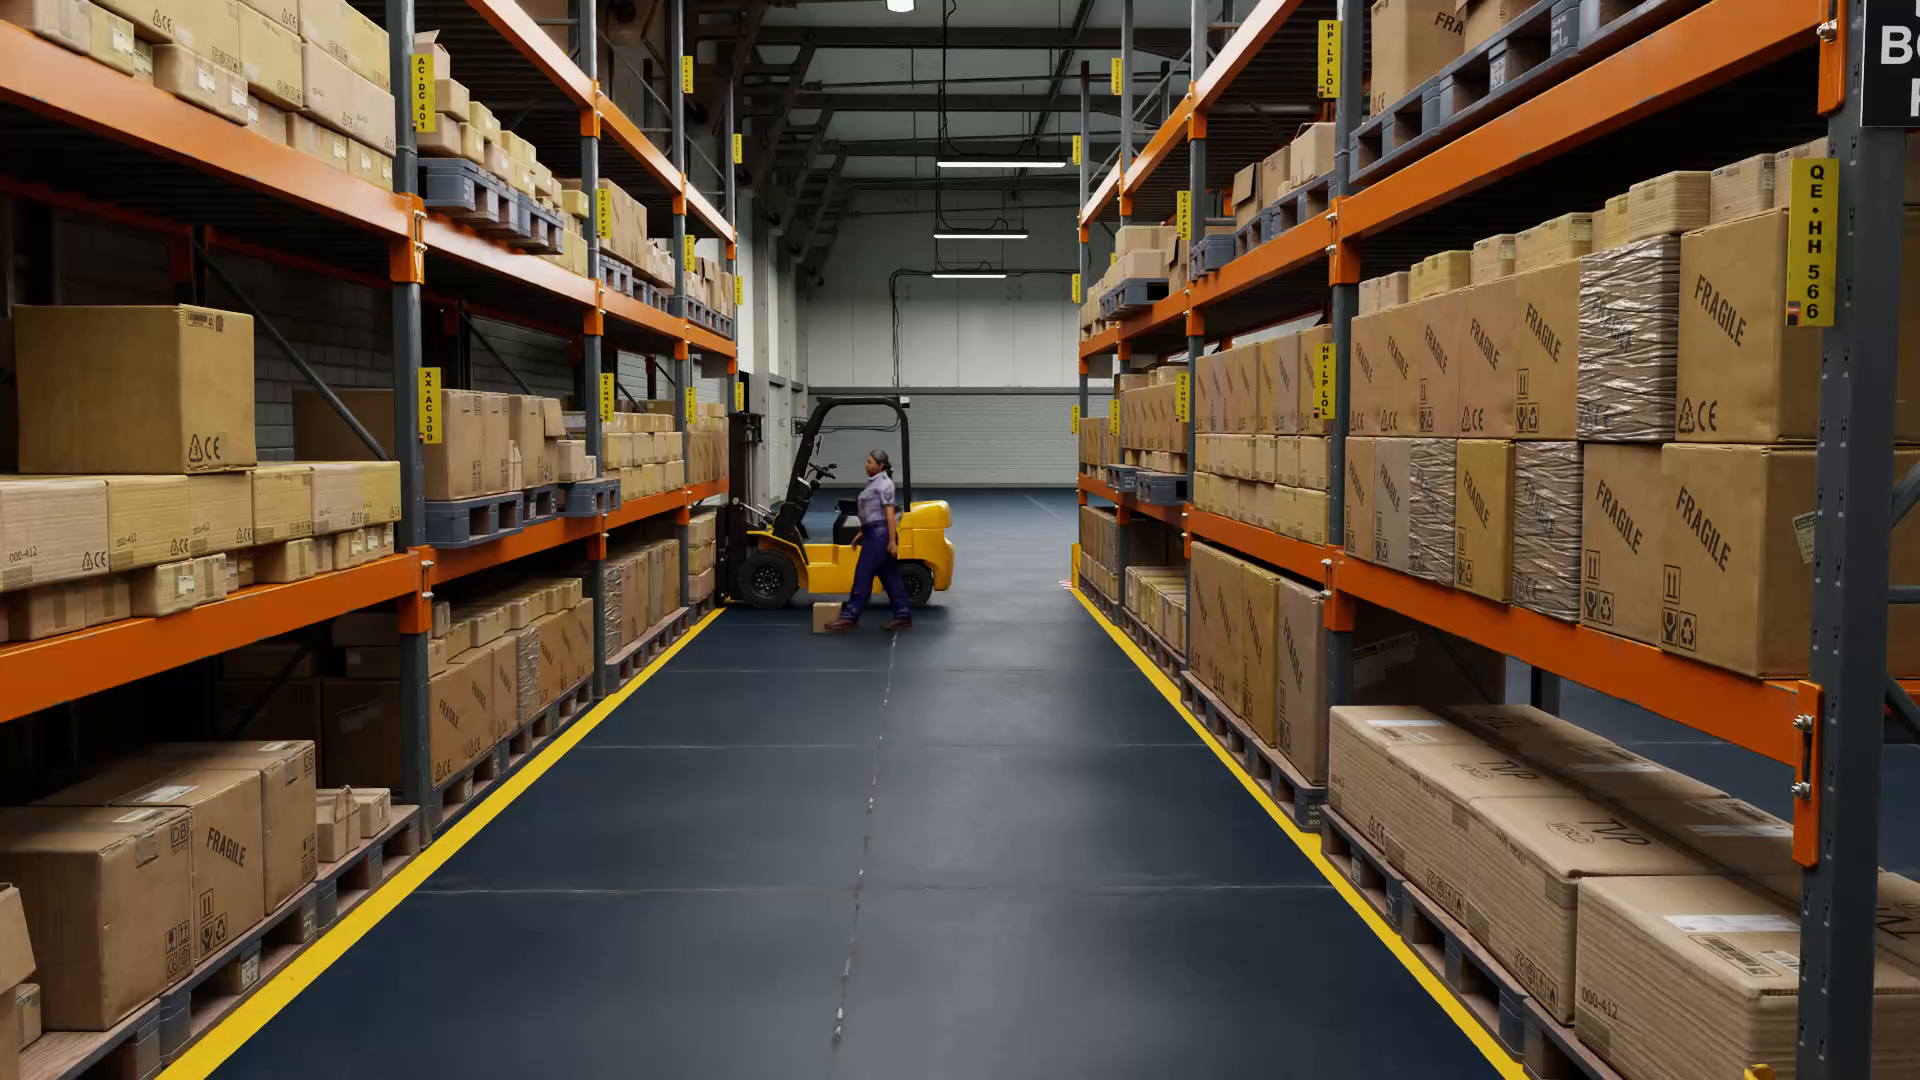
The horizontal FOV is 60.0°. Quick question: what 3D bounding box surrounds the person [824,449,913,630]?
[{"bbox_3d":[-0.832,0.003,14.983,0.815,1.607,0.504,-1,4,-8],"label":"person"}]
